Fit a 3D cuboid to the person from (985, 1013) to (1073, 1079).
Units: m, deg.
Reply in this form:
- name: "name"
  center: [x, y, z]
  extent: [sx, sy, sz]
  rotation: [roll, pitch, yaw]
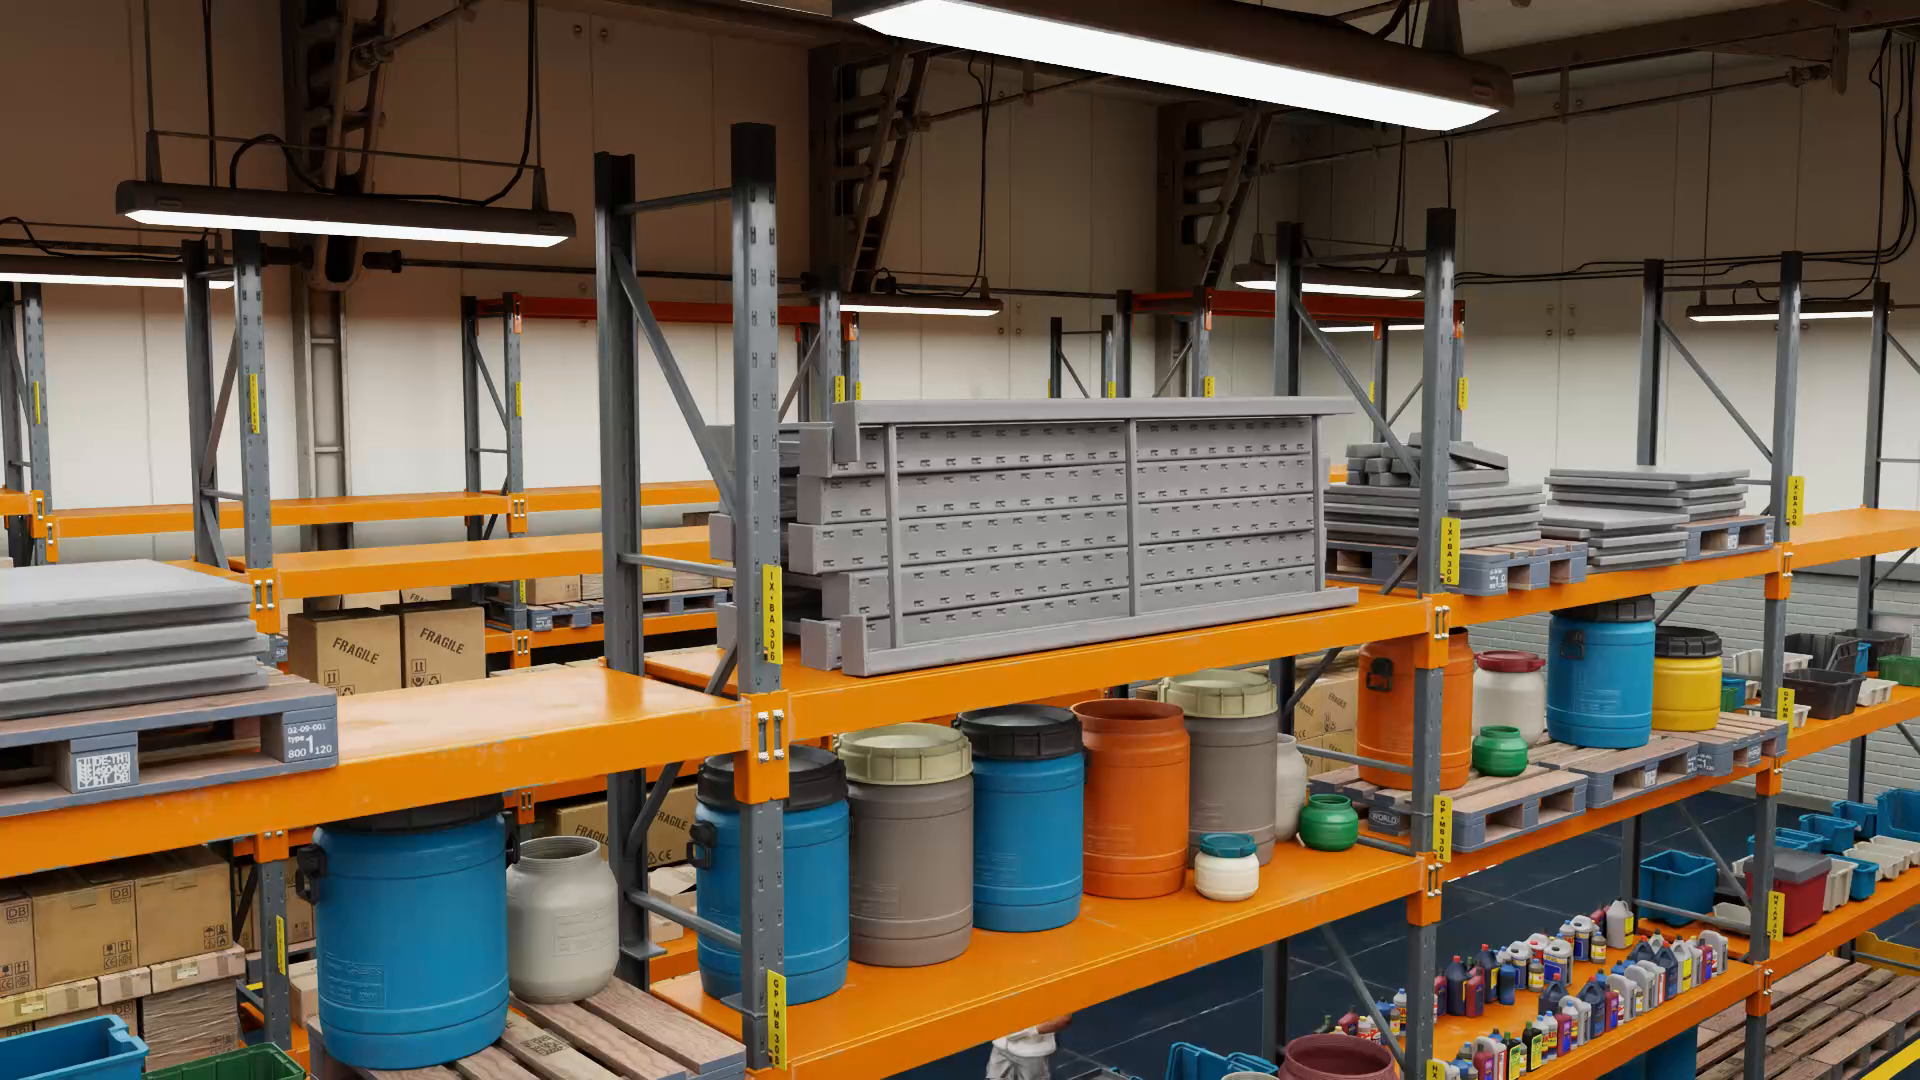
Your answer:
- name: "person"
  center: [0.430, 3.280, 10.769]
  extent: [0.696, 1.750, 0.826]
  rotation: [5, 7, 43]
